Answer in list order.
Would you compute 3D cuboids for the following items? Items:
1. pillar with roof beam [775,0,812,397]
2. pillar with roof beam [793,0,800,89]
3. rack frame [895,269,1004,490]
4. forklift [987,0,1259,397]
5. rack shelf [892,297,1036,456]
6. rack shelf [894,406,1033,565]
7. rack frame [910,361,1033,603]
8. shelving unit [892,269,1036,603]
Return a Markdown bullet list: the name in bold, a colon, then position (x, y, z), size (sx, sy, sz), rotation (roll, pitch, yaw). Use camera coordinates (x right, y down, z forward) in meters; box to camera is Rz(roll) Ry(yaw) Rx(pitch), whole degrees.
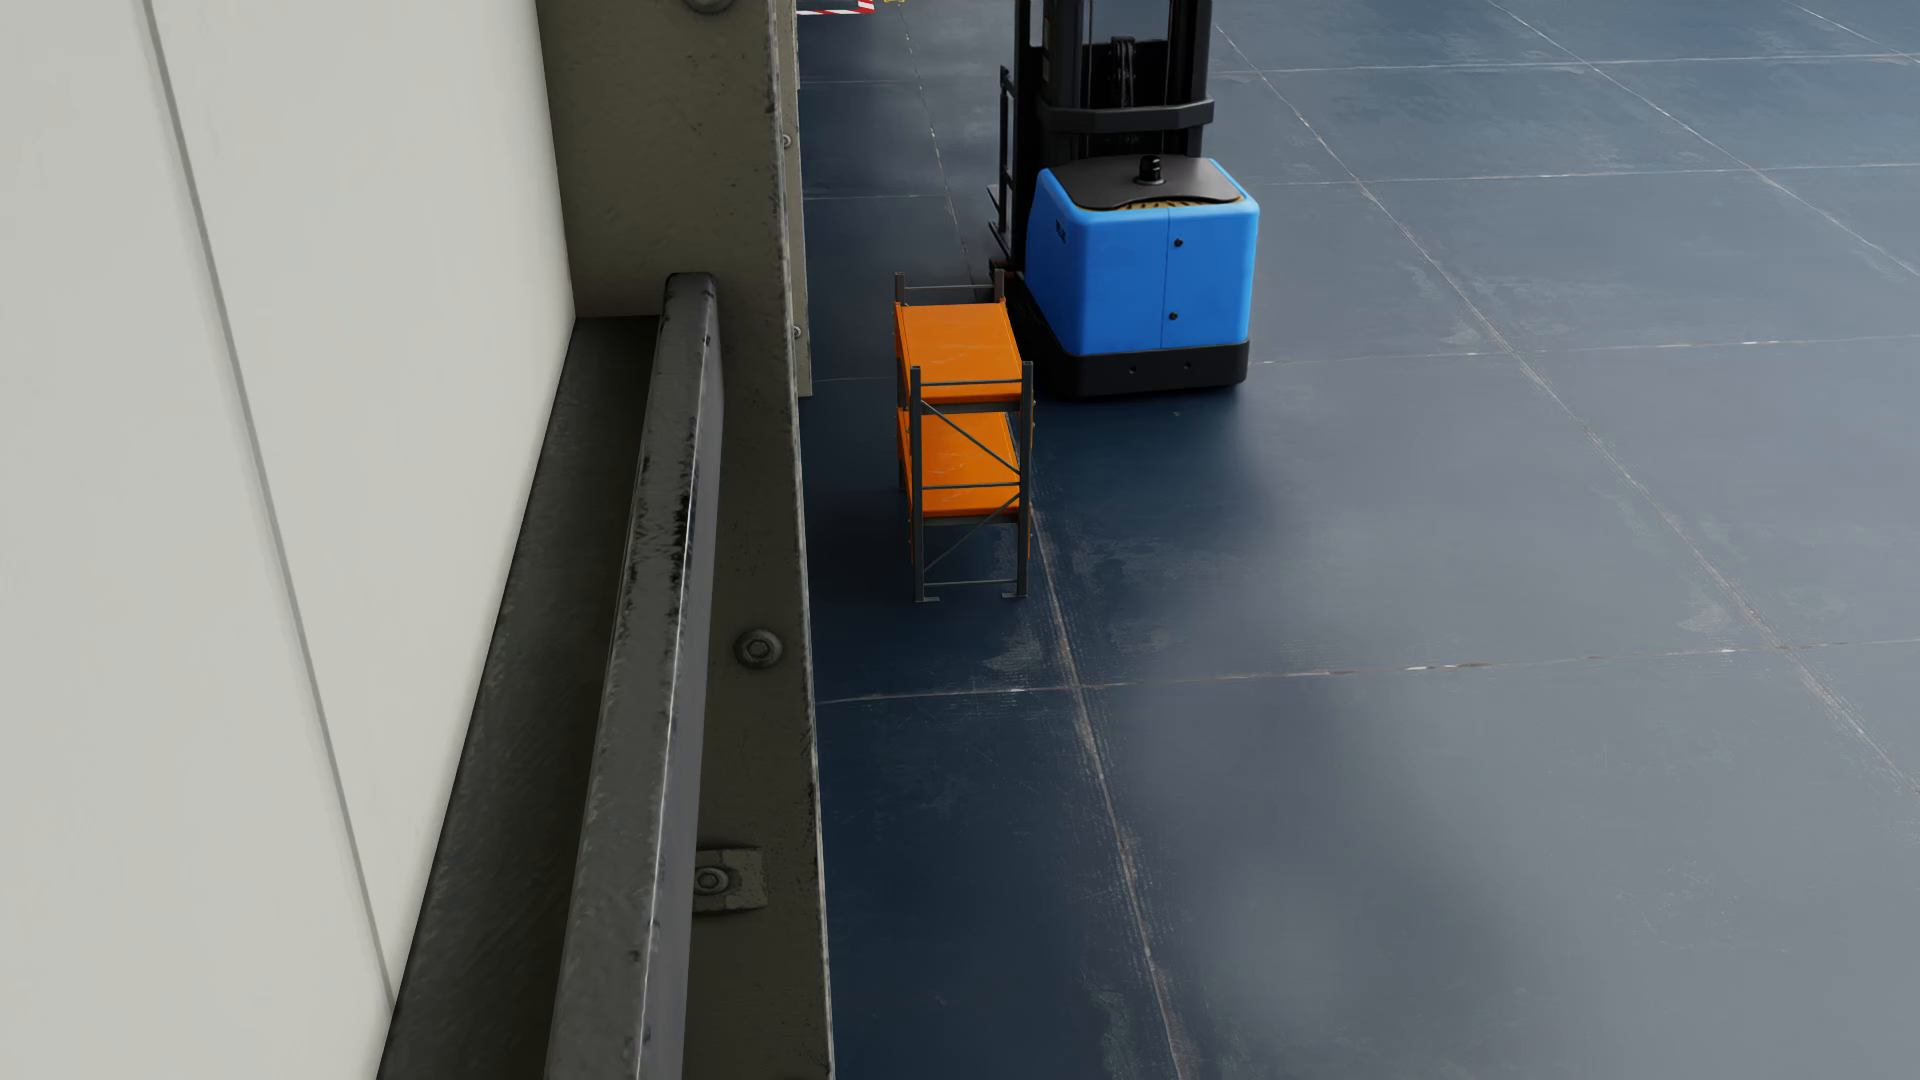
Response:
- **pillar with roof beam**: position (3.308, -4.948, 7.259), size (9.100, 9.000, 0.400), rotation (-3, 31, -5)
- **pillar with roof beam**: position (2.747, -8.012, 12.388), size (9.100, 9.000, 0.400), rotation (-3, 31, -5)
- **rack frame**: position (-0.048, -0.746, 7.902), size (0.500, 1.125, 0.032), rotation (-3, 31, -5)
- **forklift**: position (0.796, -2.765, 9.520), size (1.130, 2.935, 3.031), rotation (-5, 31, -9)
- **rack shelf**: position (-0.001, -0.738, 7.317), size (0.538, 0.278, 1.000), rotation (-3, 31, -5)
- **rack shelf**: position (-0.001, -0.276, 7.593), size (0.538, 0.278, 1.000), rotation (-3, 31, -5)
- **rack frame**: position (0.047, -0.227, 7.033), size (0.500, 1.125, 0.032), rotation (-3, 31, -5)
- **shelving unit**: position (-0.001, -0.486, 7.467), size (0.538, 1.125, 1.048), rotation (-3, 31, -5)
